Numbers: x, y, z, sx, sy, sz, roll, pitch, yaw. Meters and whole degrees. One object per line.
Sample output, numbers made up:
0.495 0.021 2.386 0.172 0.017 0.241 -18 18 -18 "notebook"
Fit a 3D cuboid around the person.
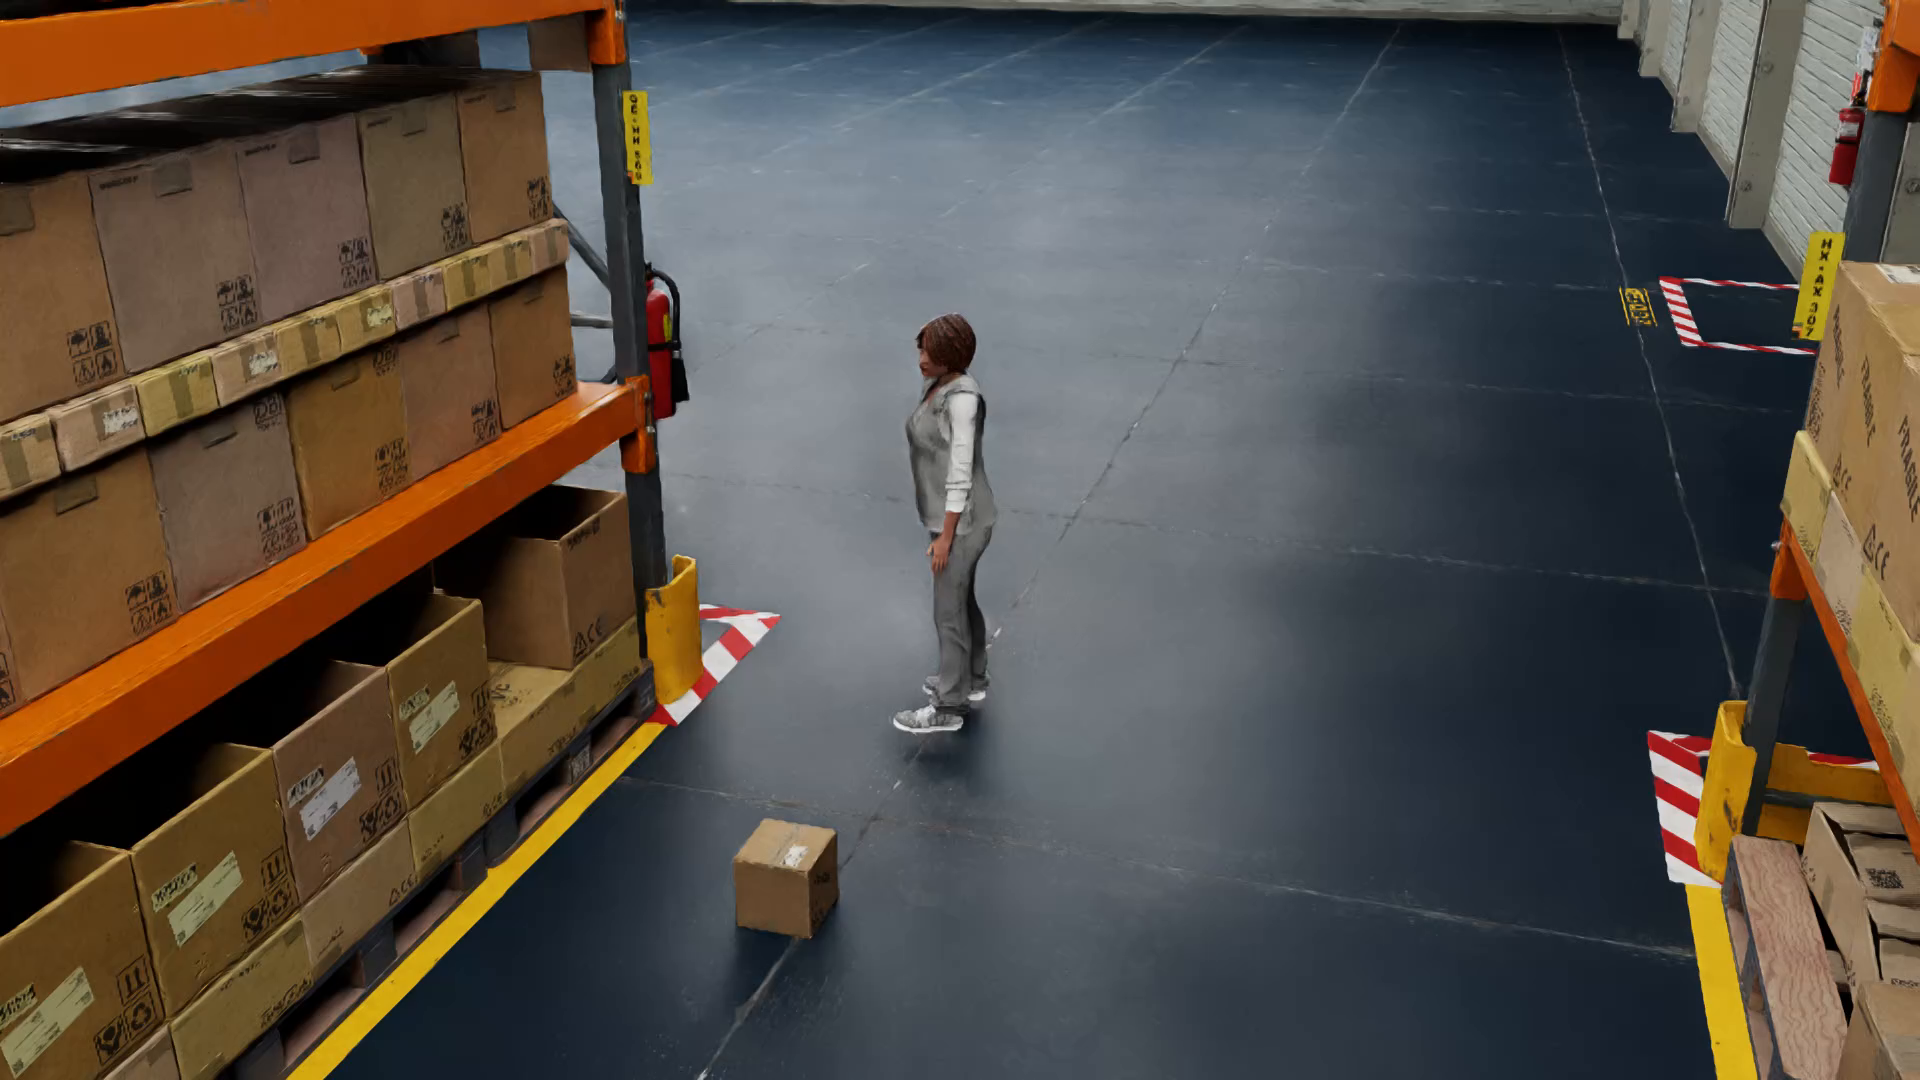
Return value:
-0.075 -0.056 6.170 0.414 1.603 0.491 -4 23 -10 "person"
